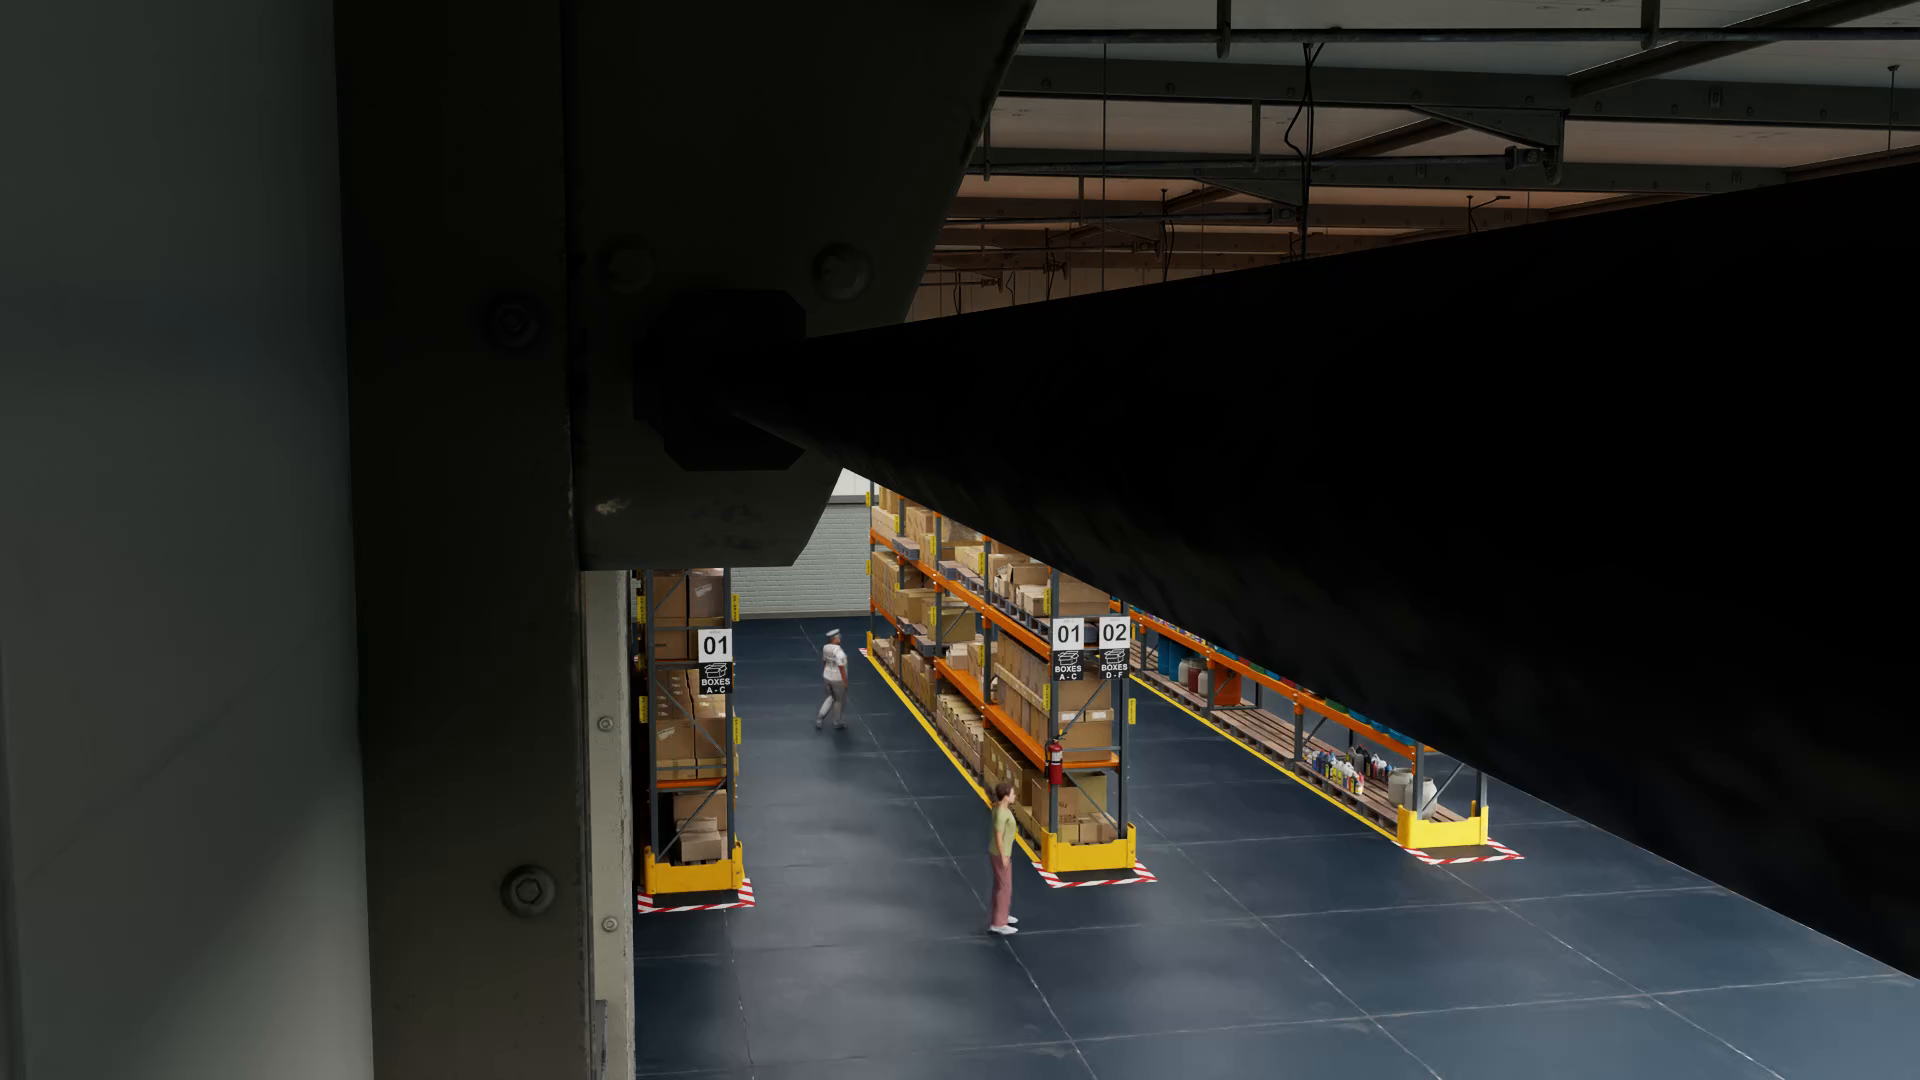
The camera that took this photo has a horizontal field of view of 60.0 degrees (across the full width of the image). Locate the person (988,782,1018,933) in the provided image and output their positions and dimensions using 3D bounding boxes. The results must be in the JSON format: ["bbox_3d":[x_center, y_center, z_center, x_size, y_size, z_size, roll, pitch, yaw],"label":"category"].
[{"bbox_3d":[0.490,3.557,18.761,0.335,1.683,0.505,0,6,-1],"label":"person"}]

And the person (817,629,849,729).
[{"bbox_3d":[-2.175,2.426,29.032,0.526,1.786,0.627,-6,8,-44],"label":"person"}]
